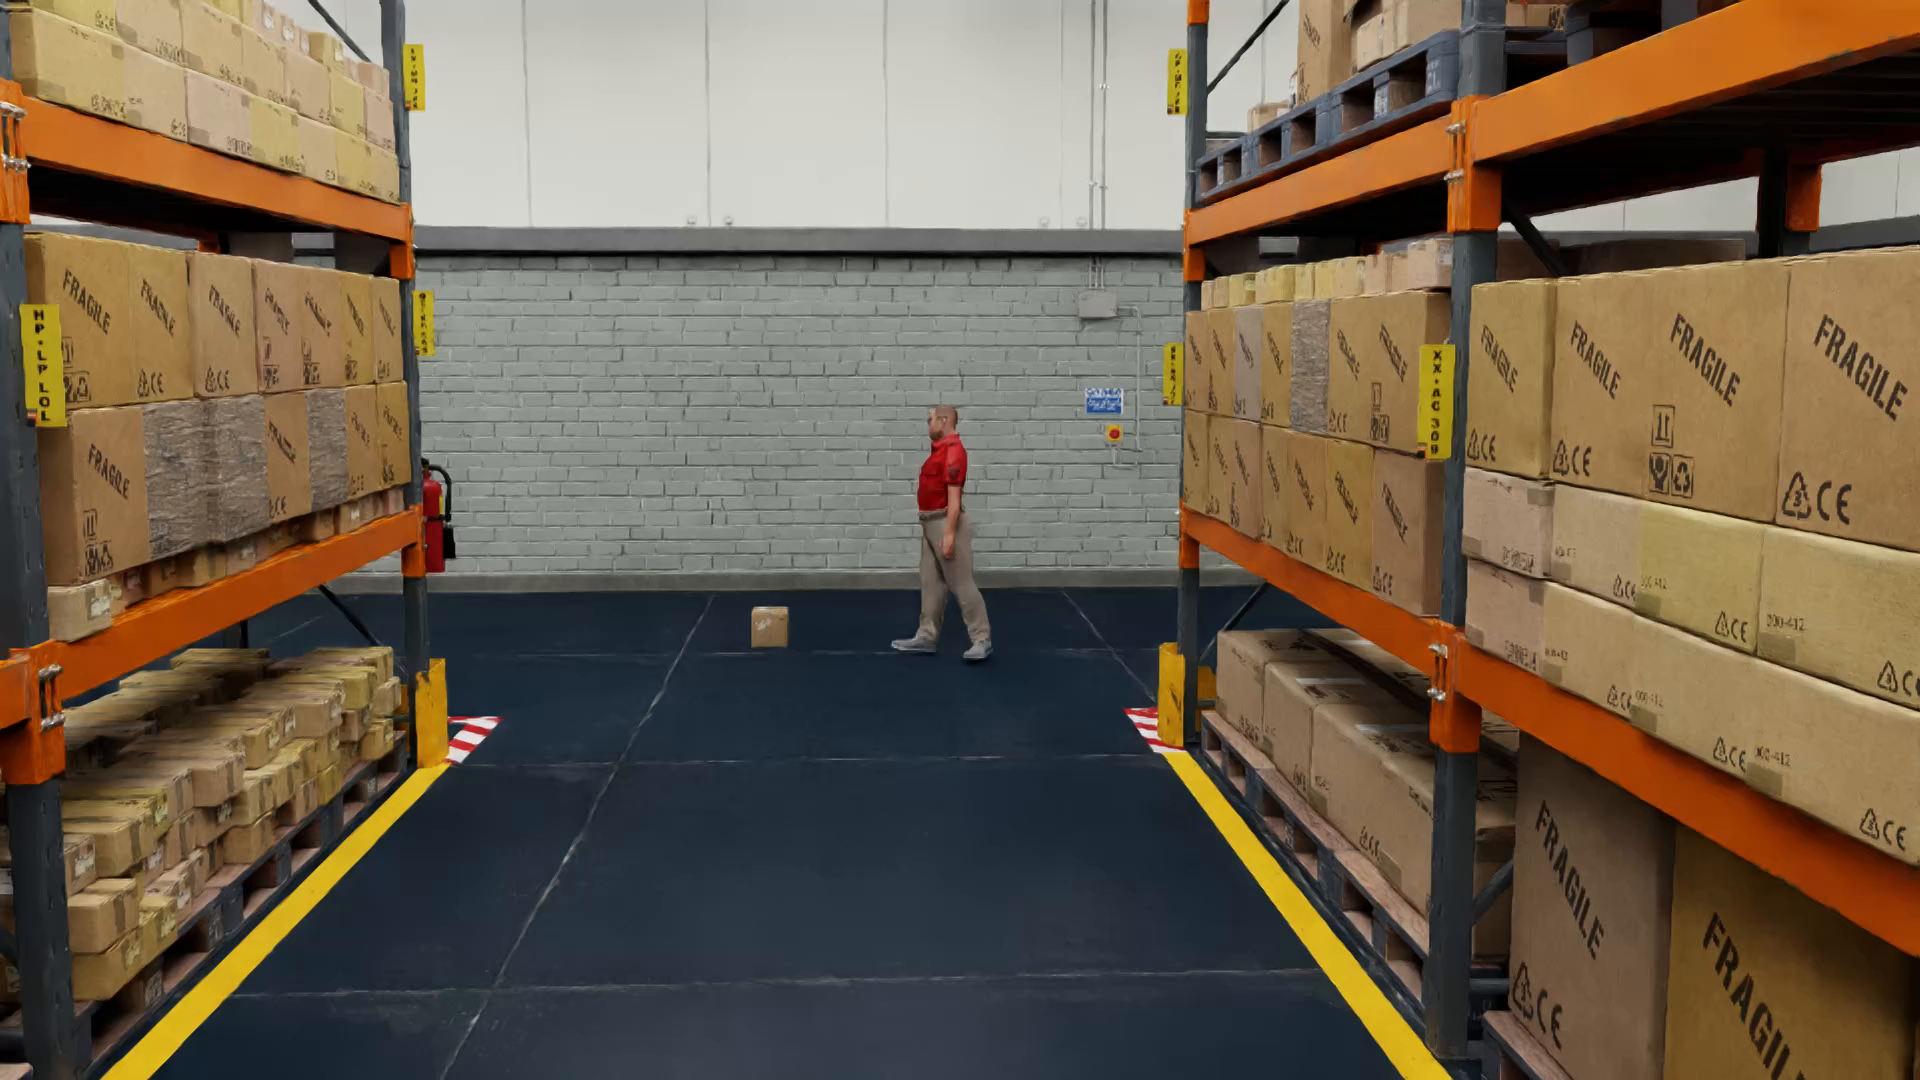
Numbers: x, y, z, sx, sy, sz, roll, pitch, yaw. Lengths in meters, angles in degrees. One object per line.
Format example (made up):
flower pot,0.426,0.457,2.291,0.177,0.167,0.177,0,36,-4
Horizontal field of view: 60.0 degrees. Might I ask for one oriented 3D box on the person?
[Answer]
person,-0.130,-0.030,11.342,0.652,1.631,0.775,-1,7,-12
